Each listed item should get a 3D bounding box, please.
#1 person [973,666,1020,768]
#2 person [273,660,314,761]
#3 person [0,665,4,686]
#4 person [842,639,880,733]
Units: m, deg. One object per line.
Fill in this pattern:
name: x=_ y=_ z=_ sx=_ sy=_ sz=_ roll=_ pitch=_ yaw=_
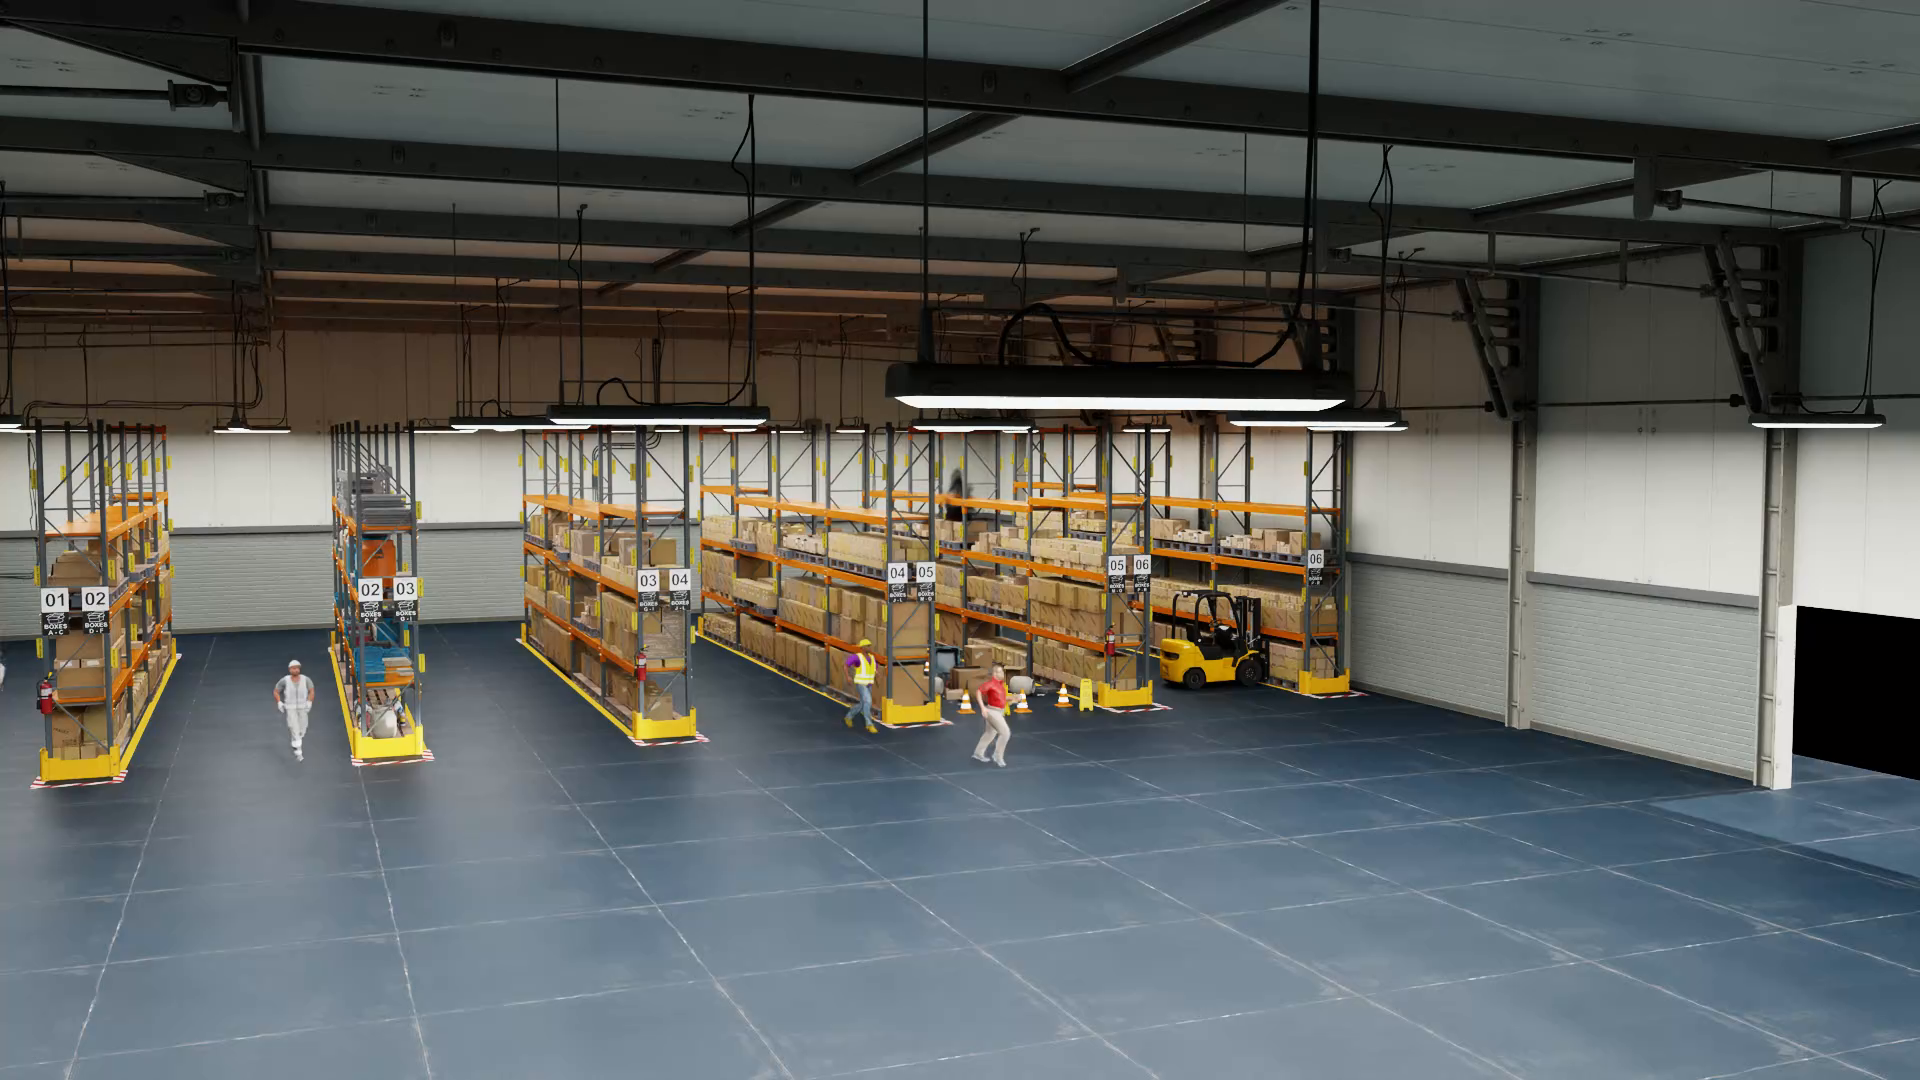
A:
person: x=0.616 y=3.071 z=28.854 sx=0.854 sy=1.793 sz=0.626 roll=1 pitch=4 yaw=14
person: x=-11.832 y=3.007 z=29.570 sx=0.681 sy=1.764 sz=0.777 roll=-2 pitch=4 yaw=-33
person: x=-18.792 y=2.872 z=32.062 sx=0.621 sy=1.729 sz=0.919 roll=-2 pitch=4 yaw=-25
person: x=-1.821 y=2.814 z=32.315 sx=0.899 sy=1.752 sz=0.731 roll=3 pitch=5 yaw=40
